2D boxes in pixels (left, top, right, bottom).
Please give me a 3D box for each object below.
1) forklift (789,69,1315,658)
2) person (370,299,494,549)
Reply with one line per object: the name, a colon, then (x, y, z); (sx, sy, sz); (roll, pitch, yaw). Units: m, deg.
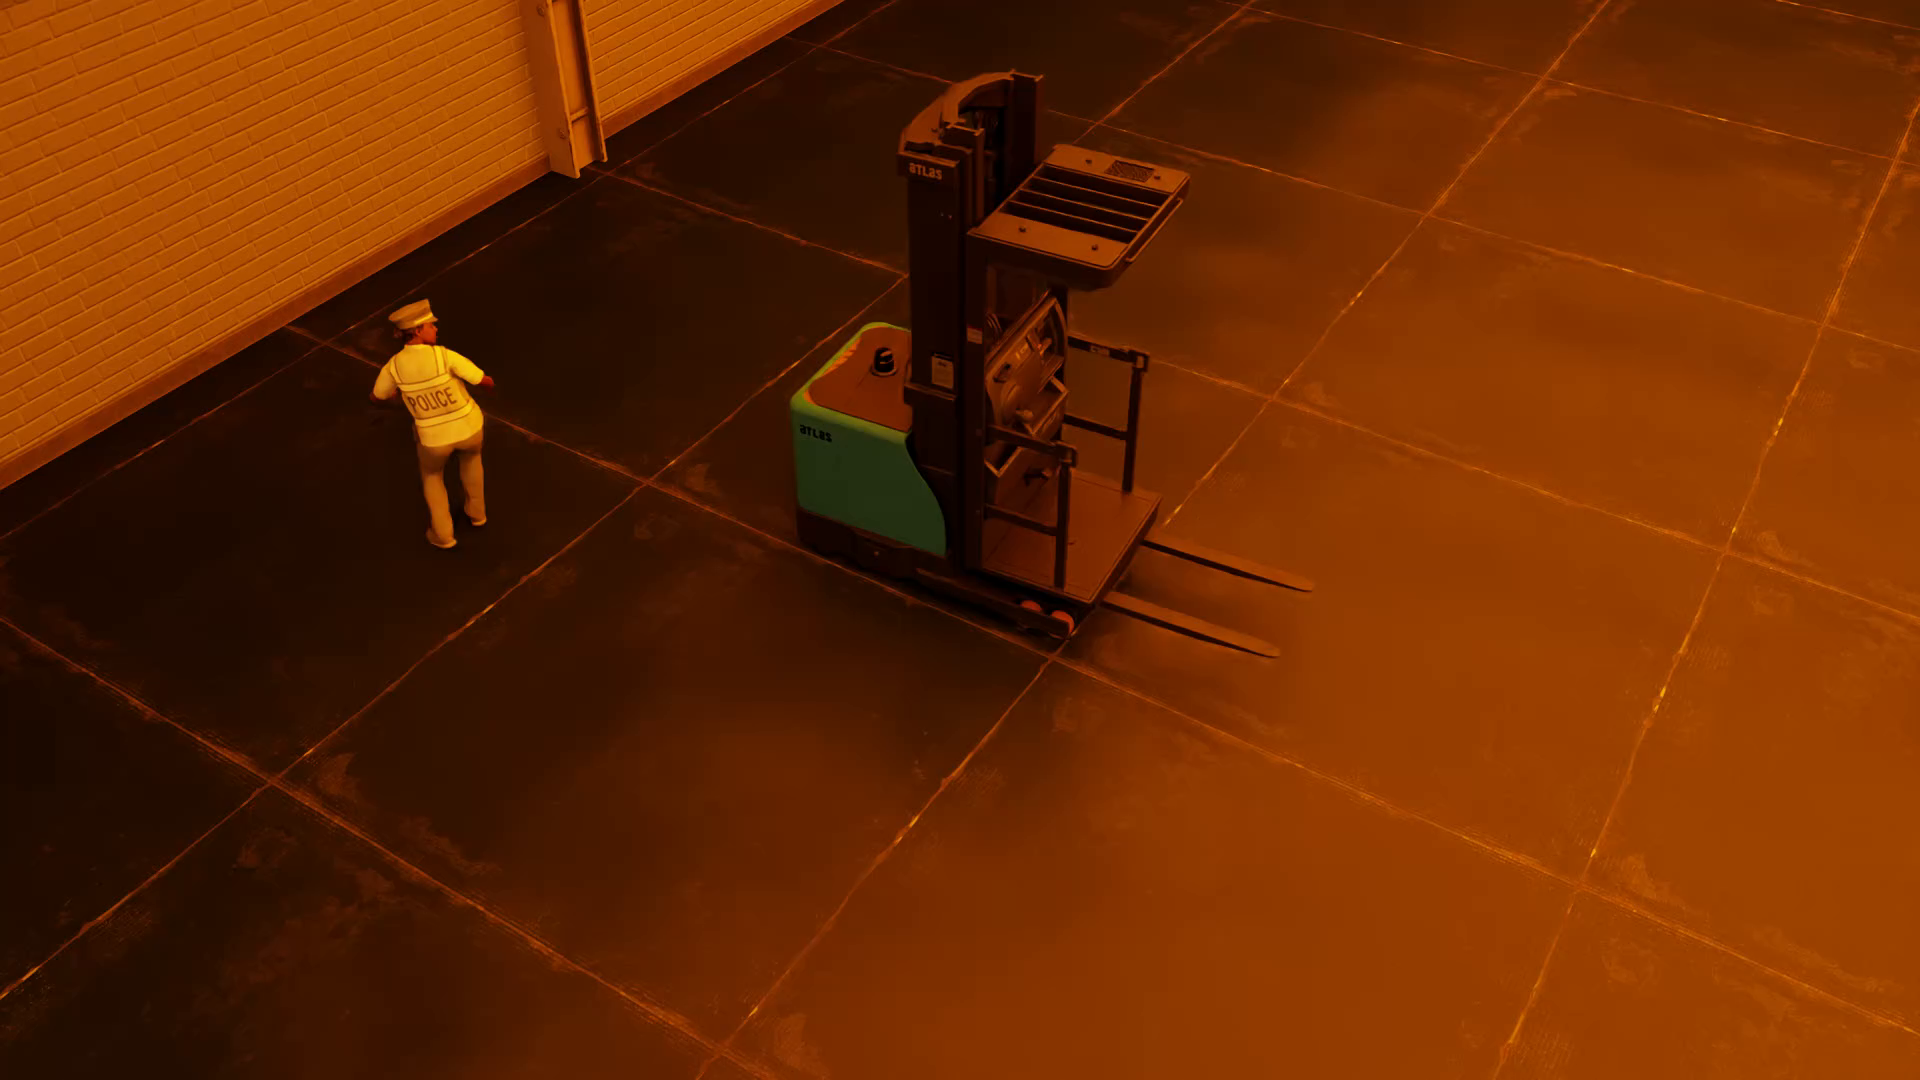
forklift: (0.549, -0.943, 9.079); (3.031, 2.935, 1.130); (18, 44, 20)
person: (-3.084, -0.708, 9.860); (0.695, 1.626, 0.642); (-13, 42, -15)
